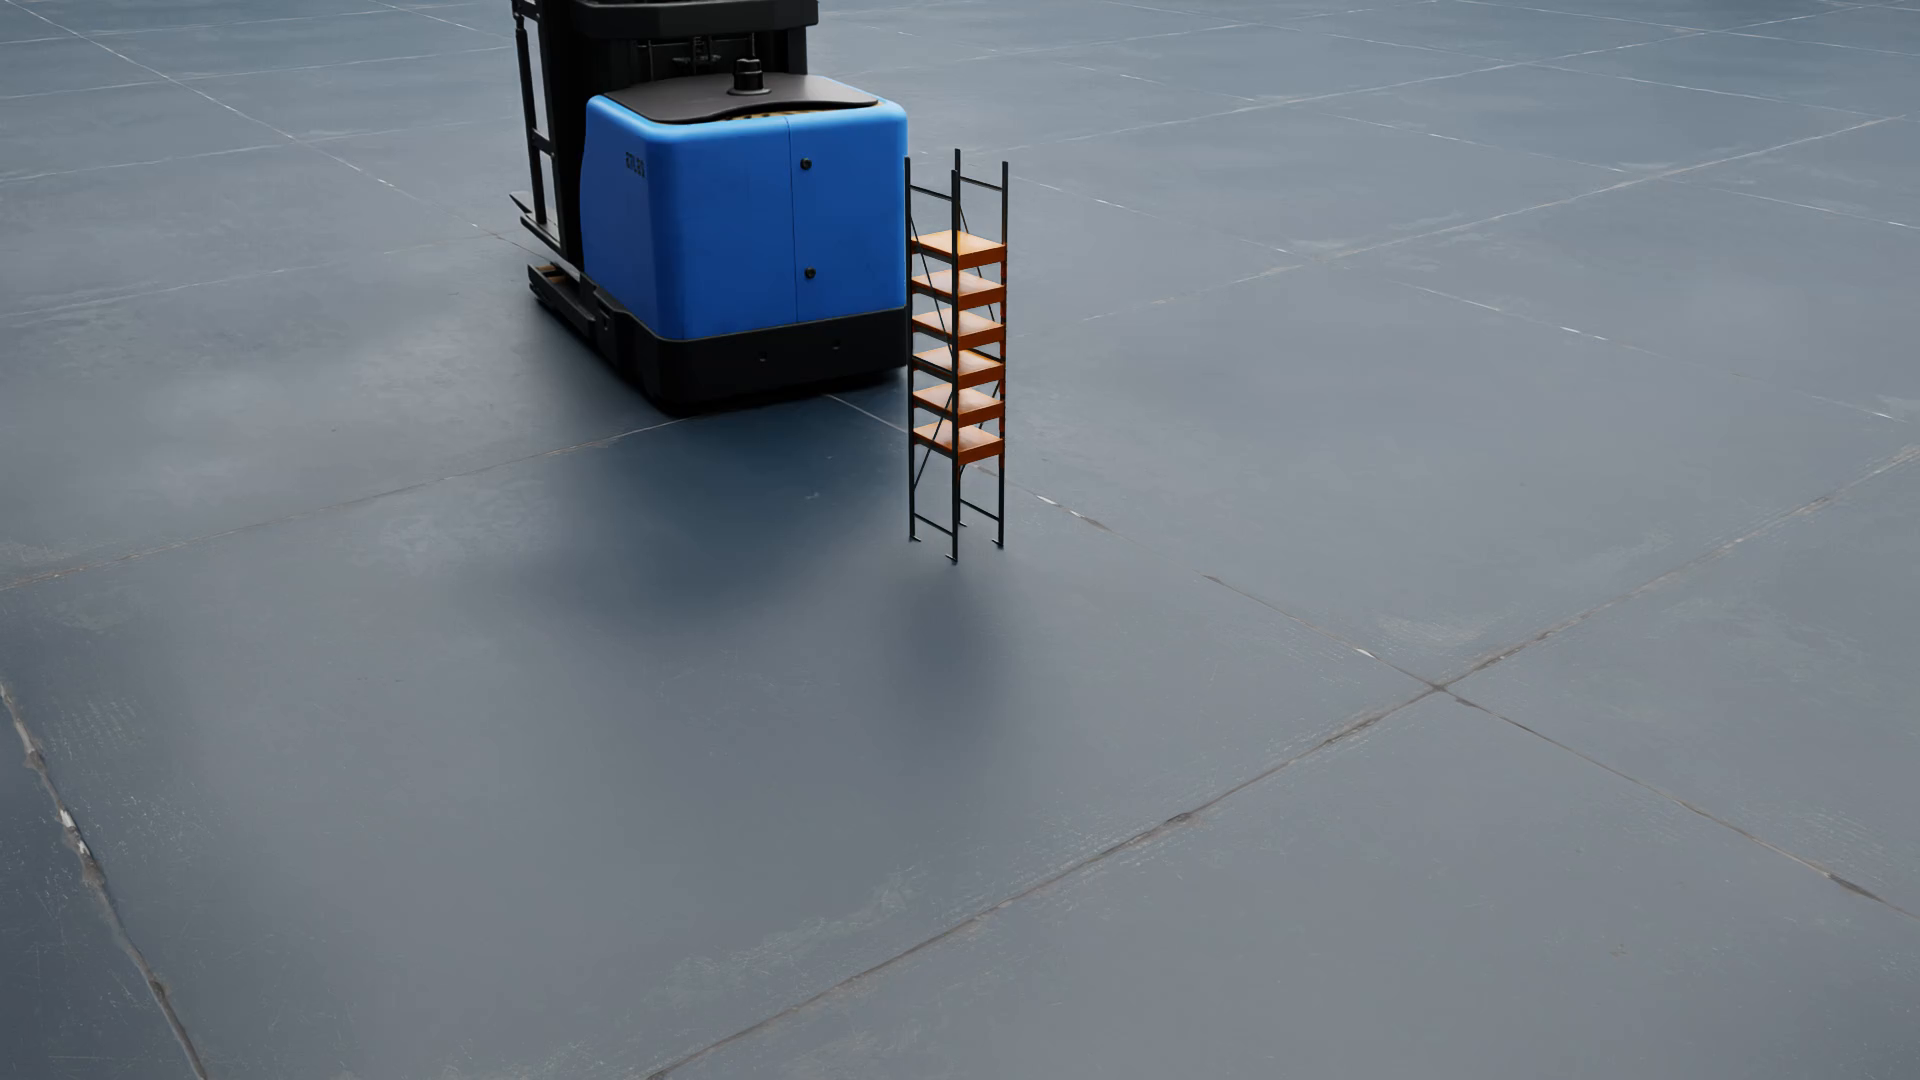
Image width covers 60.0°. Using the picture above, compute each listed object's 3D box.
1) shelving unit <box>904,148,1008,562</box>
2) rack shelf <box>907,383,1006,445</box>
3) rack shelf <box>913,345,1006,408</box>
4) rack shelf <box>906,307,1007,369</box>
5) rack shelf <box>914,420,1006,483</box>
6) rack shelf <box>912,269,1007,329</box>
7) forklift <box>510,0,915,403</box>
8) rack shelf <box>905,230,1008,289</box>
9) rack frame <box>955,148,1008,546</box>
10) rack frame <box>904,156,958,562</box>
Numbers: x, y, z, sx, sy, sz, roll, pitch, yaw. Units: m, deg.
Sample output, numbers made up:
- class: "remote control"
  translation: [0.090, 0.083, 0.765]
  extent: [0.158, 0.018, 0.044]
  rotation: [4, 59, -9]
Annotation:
- class: "shelving unit"
  translation: [-0.011, -0.540, 4.989]
  extent: [0.189, 1.200, 0.258]
  rotation: [-18, 31, -34]
- class: "rack shelf"
  translation: [-0.011, -0.391, 5.059]
  extent: [0.180, 0.103, 0.258]
  rotation: [-18, 31, -34]
- class: "rack shelf"
  translation: [-0.011, -0.500, 5.008]
  extent: [0.180, 0.103, 0.258]
  rotation: [-18, 31, -34]
- class: "rack shelf"
  translation: [-0.011, -0.609, 4.957]
  extent: [0.180, 0.103, 0.258]
  rotation: [-18, 31, -34]
- class: "rack shelf"
  translation: [-0.011, -0.282, 5.109]
  extent: [0.180, 0.103, 0.258]
  rotation: [-18, 31, -34]
- class: "rack shelf"
  translation: [-0.011, -0.718, 4.907]
  extent: [0.180, 0.103, 0.258]
  rotation: [-18, 31, -34]
- class: "forklift"
  translation: [-1.315, -2.424, 6.991]
  extent: [1.130, 2.935, 3.031]
  rotation: [-13, 28, -25]
- class: "rack shelf"
  translation: [-0.011, -0.827, 4.856]
  extent: [0.180, 0.103, 0.258]
  rotation: [-18, 31, -34]
- class: "rack frame"
  translation: [0.061, -0.564, 5.041]
  extent: [0.006, 1.200, 0.240]
  rotation: [-18, 31, -34]
- class: "rack frame"
  translation: [-0.083, -0.517, 4.938]
  extent: [0.006, 1.200, 0.240]
  rotation: [-18, 31, -34]
